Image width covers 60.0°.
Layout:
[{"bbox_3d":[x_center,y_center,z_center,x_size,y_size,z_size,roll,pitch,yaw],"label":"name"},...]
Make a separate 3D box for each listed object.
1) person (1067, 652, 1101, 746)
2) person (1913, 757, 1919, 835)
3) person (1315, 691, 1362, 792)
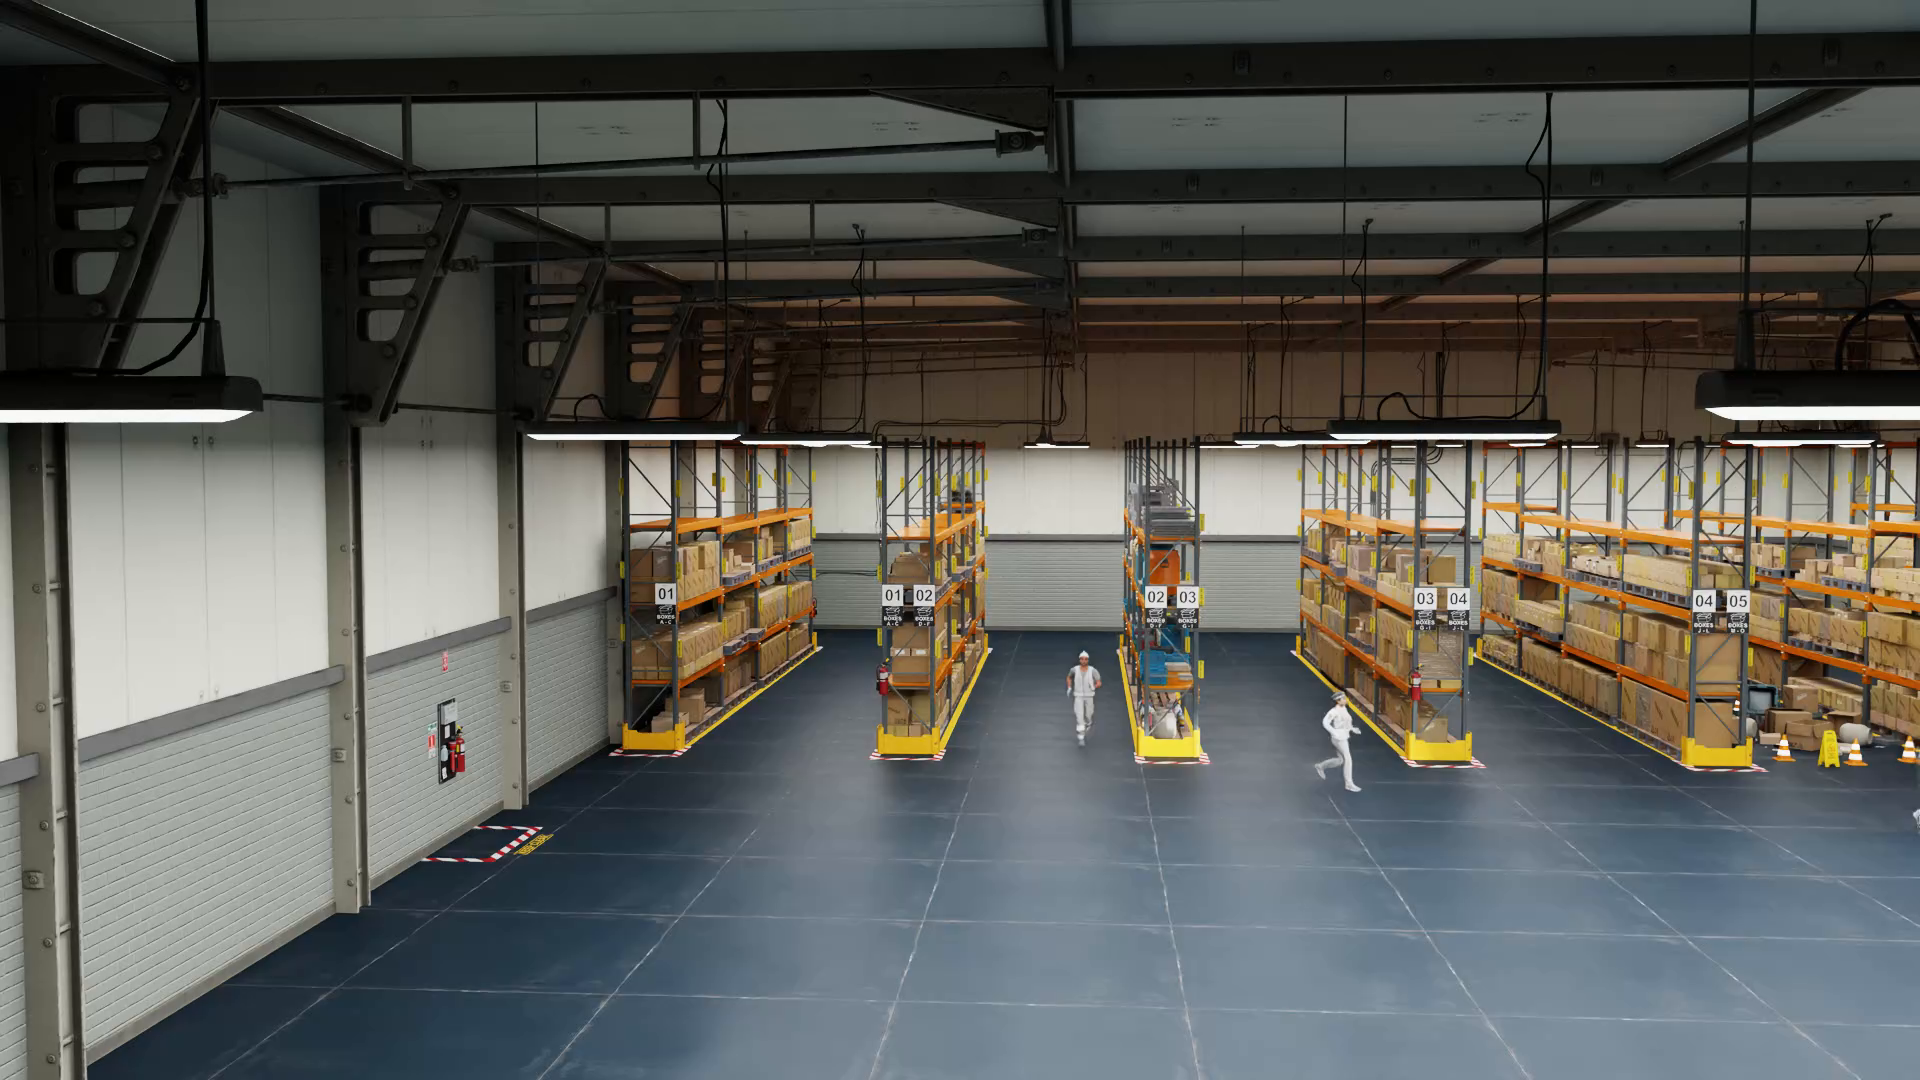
[{"bbox_3d":[2.420,3.076,32.518,0.673,1.784,0.928,0,3,4],"label":"person"},{"bbox_3d":[14.471,3.543,24.582,0.609,1.723,0.646,3,4,40],"label":"person"},{"bbox_3d":[6.386,3.387,28.153,0.843,1.696,0.565,2,4,33],"label":"person"}]
